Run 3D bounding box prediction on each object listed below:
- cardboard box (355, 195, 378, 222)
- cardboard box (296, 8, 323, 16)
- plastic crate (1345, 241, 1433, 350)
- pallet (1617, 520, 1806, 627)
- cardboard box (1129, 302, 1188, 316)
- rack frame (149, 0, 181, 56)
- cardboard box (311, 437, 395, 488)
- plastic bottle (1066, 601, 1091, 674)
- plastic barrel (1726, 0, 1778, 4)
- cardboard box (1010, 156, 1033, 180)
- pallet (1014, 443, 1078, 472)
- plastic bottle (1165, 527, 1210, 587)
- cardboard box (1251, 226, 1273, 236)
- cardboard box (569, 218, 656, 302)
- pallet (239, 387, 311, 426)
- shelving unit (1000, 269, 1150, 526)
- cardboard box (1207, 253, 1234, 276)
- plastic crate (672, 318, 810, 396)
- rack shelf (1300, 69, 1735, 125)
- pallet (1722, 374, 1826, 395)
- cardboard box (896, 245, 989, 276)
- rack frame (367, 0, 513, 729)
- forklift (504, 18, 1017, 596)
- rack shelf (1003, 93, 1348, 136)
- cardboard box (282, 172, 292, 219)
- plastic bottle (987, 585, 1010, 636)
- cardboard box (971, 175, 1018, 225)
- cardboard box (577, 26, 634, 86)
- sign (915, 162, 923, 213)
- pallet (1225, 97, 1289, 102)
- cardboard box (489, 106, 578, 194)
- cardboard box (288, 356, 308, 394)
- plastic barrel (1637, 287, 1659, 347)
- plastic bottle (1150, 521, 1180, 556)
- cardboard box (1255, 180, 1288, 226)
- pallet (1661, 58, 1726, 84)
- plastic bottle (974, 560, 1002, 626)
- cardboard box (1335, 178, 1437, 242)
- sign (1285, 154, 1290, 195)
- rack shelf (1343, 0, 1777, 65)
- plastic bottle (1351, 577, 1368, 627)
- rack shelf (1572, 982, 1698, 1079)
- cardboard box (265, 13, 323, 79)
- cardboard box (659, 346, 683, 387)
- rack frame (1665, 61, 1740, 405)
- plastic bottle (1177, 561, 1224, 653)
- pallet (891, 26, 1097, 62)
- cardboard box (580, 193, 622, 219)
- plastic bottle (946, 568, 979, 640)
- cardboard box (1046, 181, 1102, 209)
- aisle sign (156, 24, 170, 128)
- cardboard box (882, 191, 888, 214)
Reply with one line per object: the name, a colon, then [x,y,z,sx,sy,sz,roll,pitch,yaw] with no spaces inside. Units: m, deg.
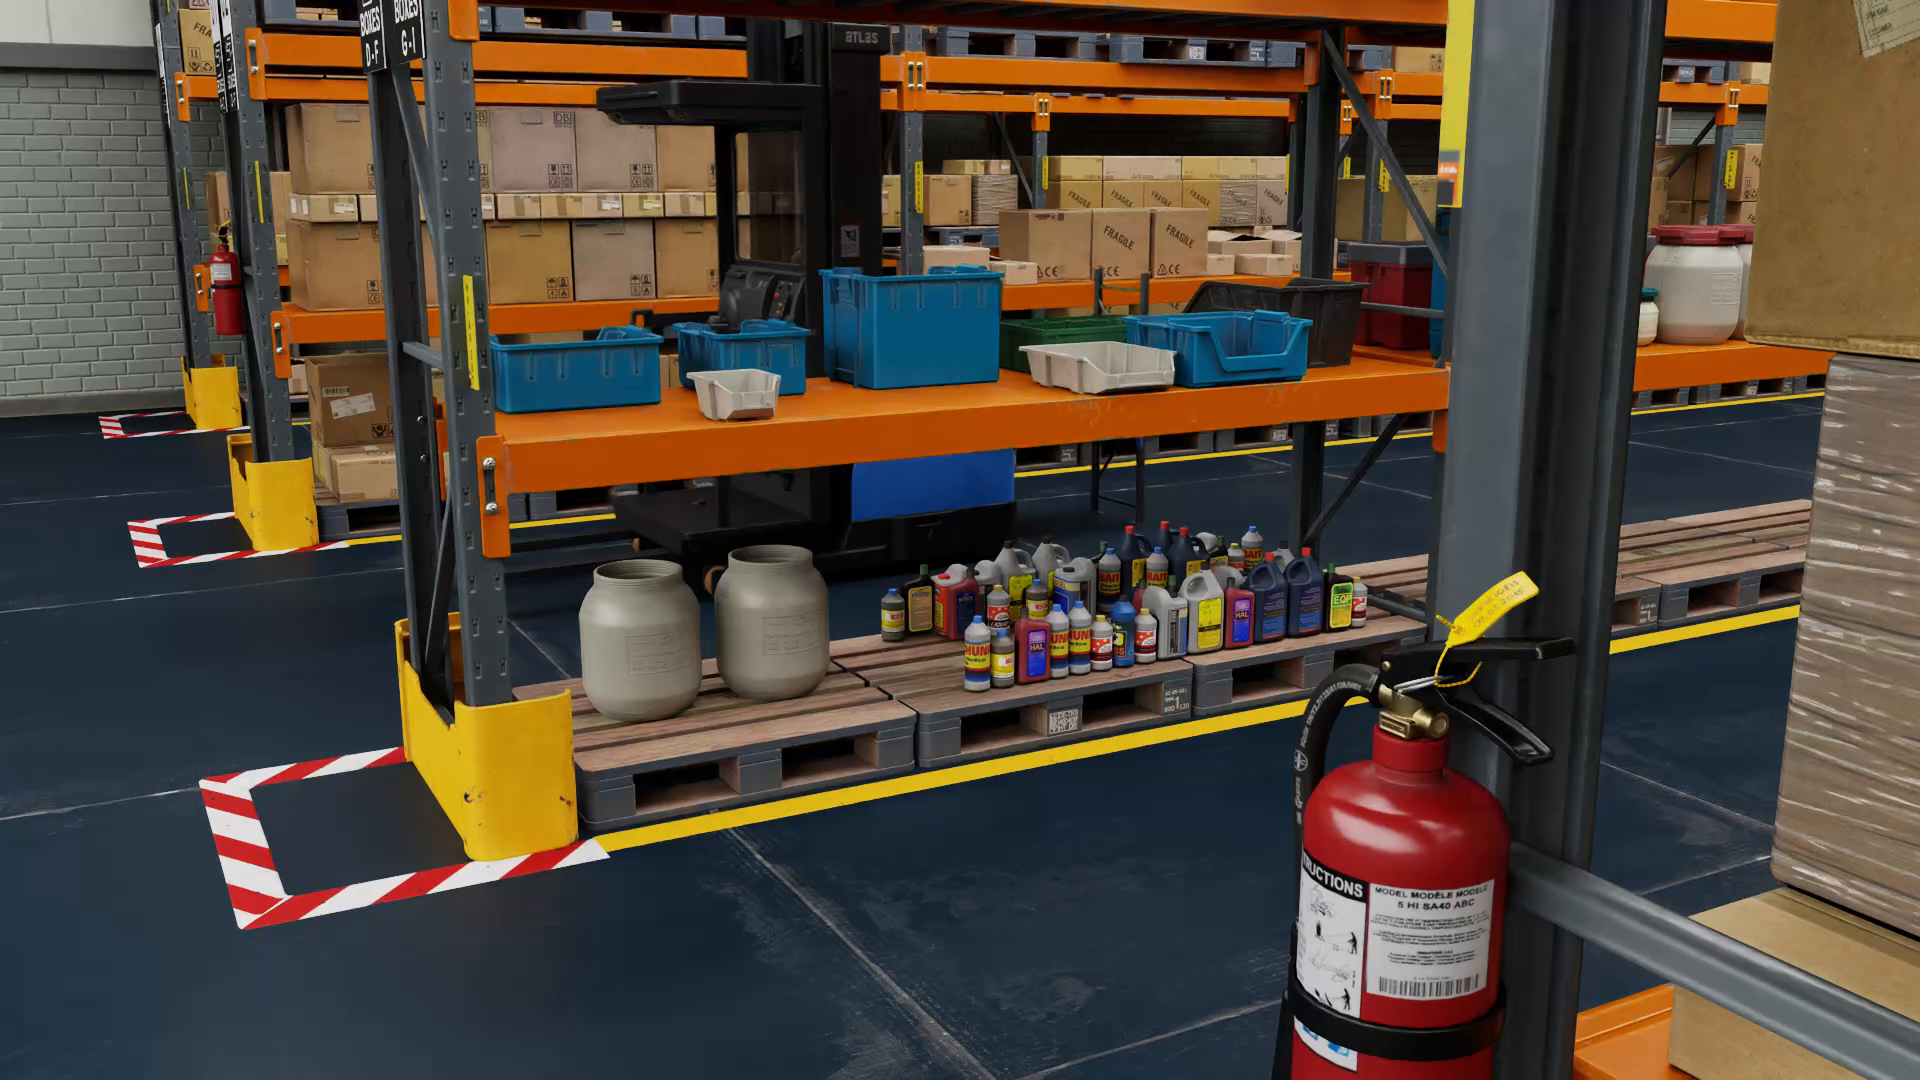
cardboard box: [-3.368,-1.920,9.605,0.250,0.149,0.380,-7,15,-29]
cardboard box: [-5.504,-4.528,13.514,0.500,0.500,0.500,-7,14,-29]
plastic crate: [2.113,-1.134,7.670,0.583,0.464,0.402,-7,14,-28]
pallet: [3.578,0.148,8.470,1.213,0.211,1.003,-7,14,-28]
cardboard box: [2.079,-2.622,18.368,0.750,0.750,0.750,-7,14,-28]
rack frame: [-6.423,-5.408,13.144,0.127,3.000,1.000,-7,14,-28]
cardboard box: [-3.717,-0.504,10.322,0.500,0.250,0.500,-7,14,-28]
plastic bottle: [0.453,0.367,6.358,0.097,0.271,0.097,0,13,0]
plastic barrel: [3.947,-2.973,8.178,0.708,0.830,0.600,-7,14,-28]
cardboard box: [0.873,-3.990,17.848,0.500,0.250,0.500,-6,14,-26]
pallet: [0.093,-0.672,12.116,1.213,0.211,1.003,-7,14,-28]
plastic bottle: [0.997,0.118,7.286,0.185,0.351,0.144,-7,14,-28]
cardboard box: [3.286,-3.452,18.643,0.250,0.149,0.380,-7,14,-28]
cardboard box: [-2.273,-1.786,10.485,0.500,0.500,0.700,-6,14,-26]
pallet: [-5.626,-1.207,14.494,1.213,0.211,1.003,-7,14,-28]
shelving unit: [0.528,-0.809,9.786,1.048,1.500,0.538,-8,15,-31]
cardboard box: [1.883,-2.101,12.685,0.250,0.149,0.380,-6,14,-24]
plastic crate: [-0.807,-0.677,6.124,0.408,0.251,0.499,-7,14,-28]
rack shelf: [4.731,-3.691,13.987,4.000,0.370,1.077,-7,14,-28]
pallet: [8.162,-1.630,16.373,1.213,0.211,1.003,-7,14,-28]
cardboard box: [-0.124,-1.935,11.716,0.500,0.250,0.500,-6,14,-24]
rack frame: [-1.676,-0.572,5.319,0.127,3.000,1.000,-7,14,-28]
forklift: [-1.211,-1.267,8.563,3.031,2.935,1.130,-8,15,-31]
rack shelf: [2.354,-4.646,18.227,4.000,0.370,1.077,-7,14,-28]
cardboard box: [-5.421,-2.826,13.923,0.500,0.500,0.500,-7,14,-28]
plastic bottle: [0.158,0.287,6.873,0.097,0.201,0.097,0,13,0]
cardboard box: [0.191,-3.535,17.255,0.500,0.500,0.700,-9,15,-34]
cardboard box: [-3.239,-4.323,14.881,0.500,0.500,0.500,-6,14,-26]
sign: [-0.268,-2.302,10.854,0.005,0.325,0.100,-7,14,-28]
pallet: [3.329,-5.008,18.633,1.217,0.209,0.805,-8,15,-30]
cardboard box: [-2.683,-2.370,10.128,0.500,0.500,0.700,-7,14,-28]
cardboard box: [-5.772,-1.440,14.296,0.500,0.311,0.500,-9,15,-34]
plastic barrel: [3.070,-1.035,7.691,0.301,0.262,0.301,0,13,0]
plastic bottle: [0.928,0.090,7.409,0.185,0.351,0.144,-6,14,-26]
cardboard box: [3.383,-3.795,18.688,0.500,0.500,0.500,-7,14,-27]
pallet: [5.881,-4.106,14.619,1.003,0.211,1.213,-7,14,-28]
plastic bottle: [0.082,0.229,6.963,0.135,0.276,0.152,-7,15,-29]
cardboard box: [3.475,-2.710,13.636,0.700,0.500,0.500,11,17,41]
sign: [2.708,-2.998,13.644,0.005,0.325,0.100,-7,14,-28]
rack shelf: [3.590,-2.316,7.873,4.000,0.370,1.077,-7,14,-28]
plastic bottle: [1.666,0.256,7.011,0.097,0.201,0.097,0,13,0]
rack shelf: [2.453,0.523,2.092,4.000,0.370,1.077,-7,14,-28]
cardboard box: [-5.521,-4.040,13.623,0.500,0.500,0.500,-6,14,-24]
cardboard box: [-1.719,-0.983,10.741,0.500,0.500,0.500,-7,14,-28]
rack frame: [6.487,-2.789,15.172,0.127,3.000,1.000,-7,14,-28]
plastic bottle: [0.956,0.262,6.643,0.185,0.351,0.144,-7,14,-28]
pallet: [0.233,-3.413,11.547,1.217,0.209,0.805,-8,15,-30]
cardboard box: [-2.249,-2.054,10.197,0.250,0.149,0.380,-7,14,-27]
plastic bottle: [0.012,0.260,6.806,0.133,0.283,0.061,-7,14,-28]
cardboard box: [1.148,-3.528,17.504,0.500,0.500,0.500,-6,14,-26]
aisle sign: [-6.342,-3.684,13.227,0.004,0.787,0.394,-7,14,-28]
cardboard box: [-0.671,-2.243,11.040,0.250,0.149,0.380,-7,14,-28]
